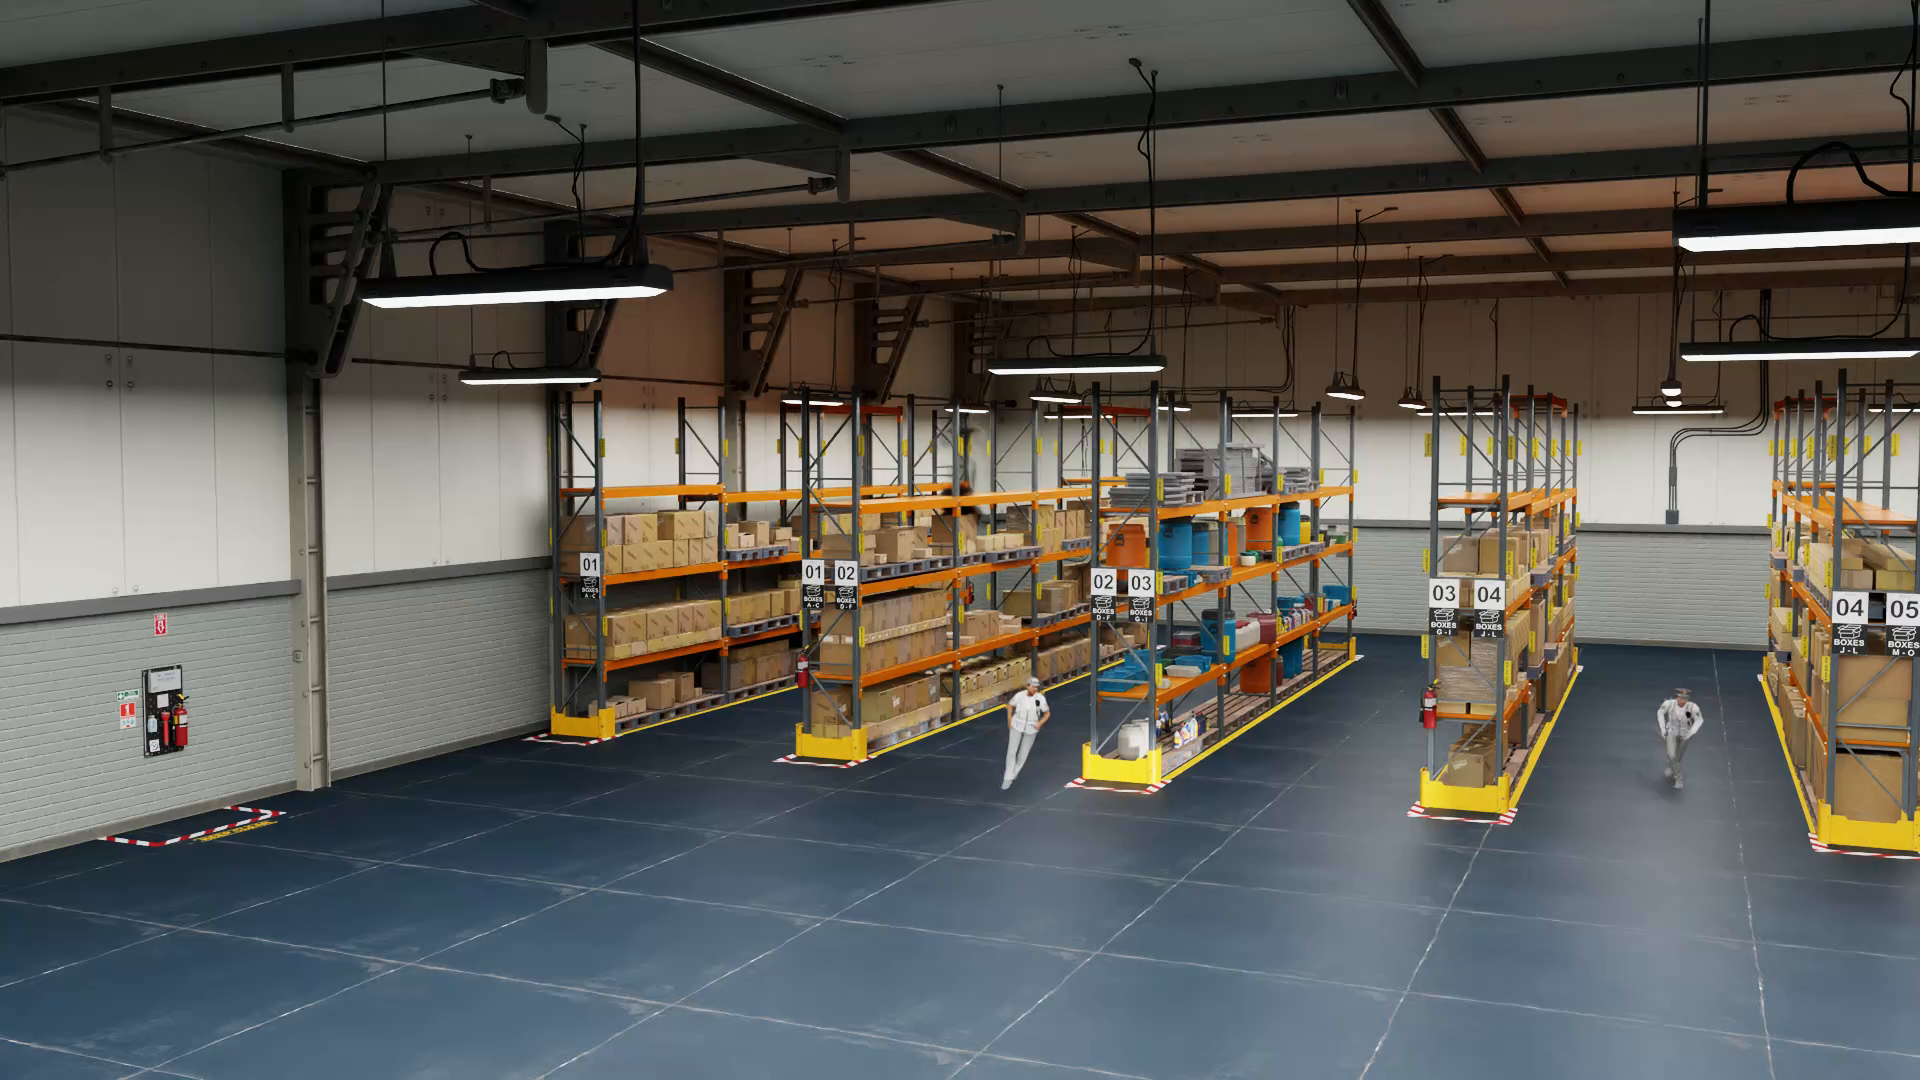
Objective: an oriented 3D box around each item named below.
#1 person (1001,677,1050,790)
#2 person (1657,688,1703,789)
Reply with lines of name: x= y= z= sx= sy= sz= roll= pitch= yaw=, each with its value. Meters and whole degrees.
person: x=0.968 y=2.841 z=24.754 sx=0.737 sy=1.627 sz=0.787 roll=0 pitch=3 yaw=0
person: x=10.692 y=2.909 z=24.728 sx=0.623 sy=1.523 sz=1.009 roll=1 pitch=3 yaw=20
